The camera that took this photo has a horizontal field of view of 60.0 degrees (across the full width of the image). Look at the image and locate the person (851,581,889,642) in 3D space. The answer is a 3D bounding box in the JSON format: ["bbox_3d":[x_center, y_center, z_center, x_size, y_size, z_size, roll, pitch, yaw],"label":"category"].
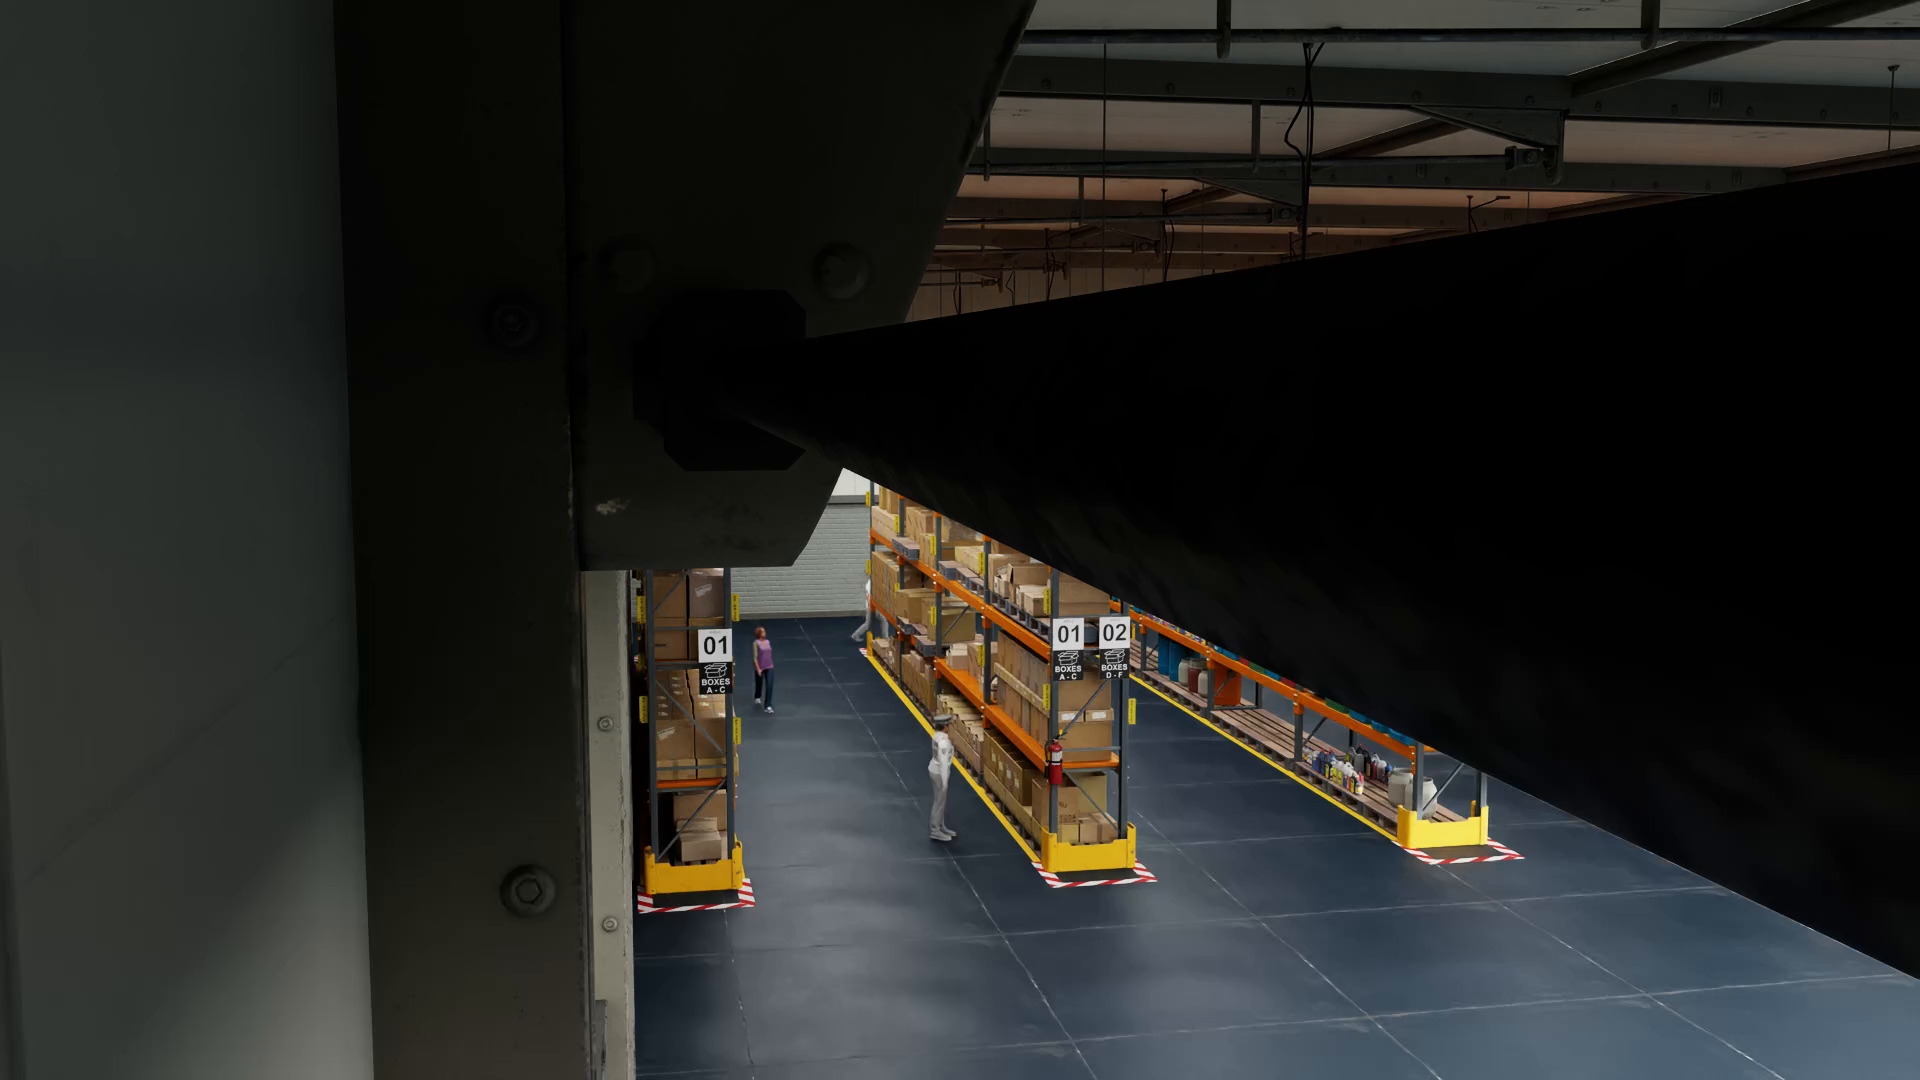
[{"bbox_3d":[-1.967,1.510,37.940,1.011,1.724,0.597,1,6,10],"label":"person"}]

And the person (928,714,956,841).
[{"bbox_3d":[-0.238,3.171,22.303,0.372,1.682,0.504,-1,6,-9],"label":"person"}]

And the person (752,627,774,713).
[{"bbox_3d":[-3.631,2.365,30.592,0.407,1.540,0.823,-2,6,-17],"label":"person"}]
